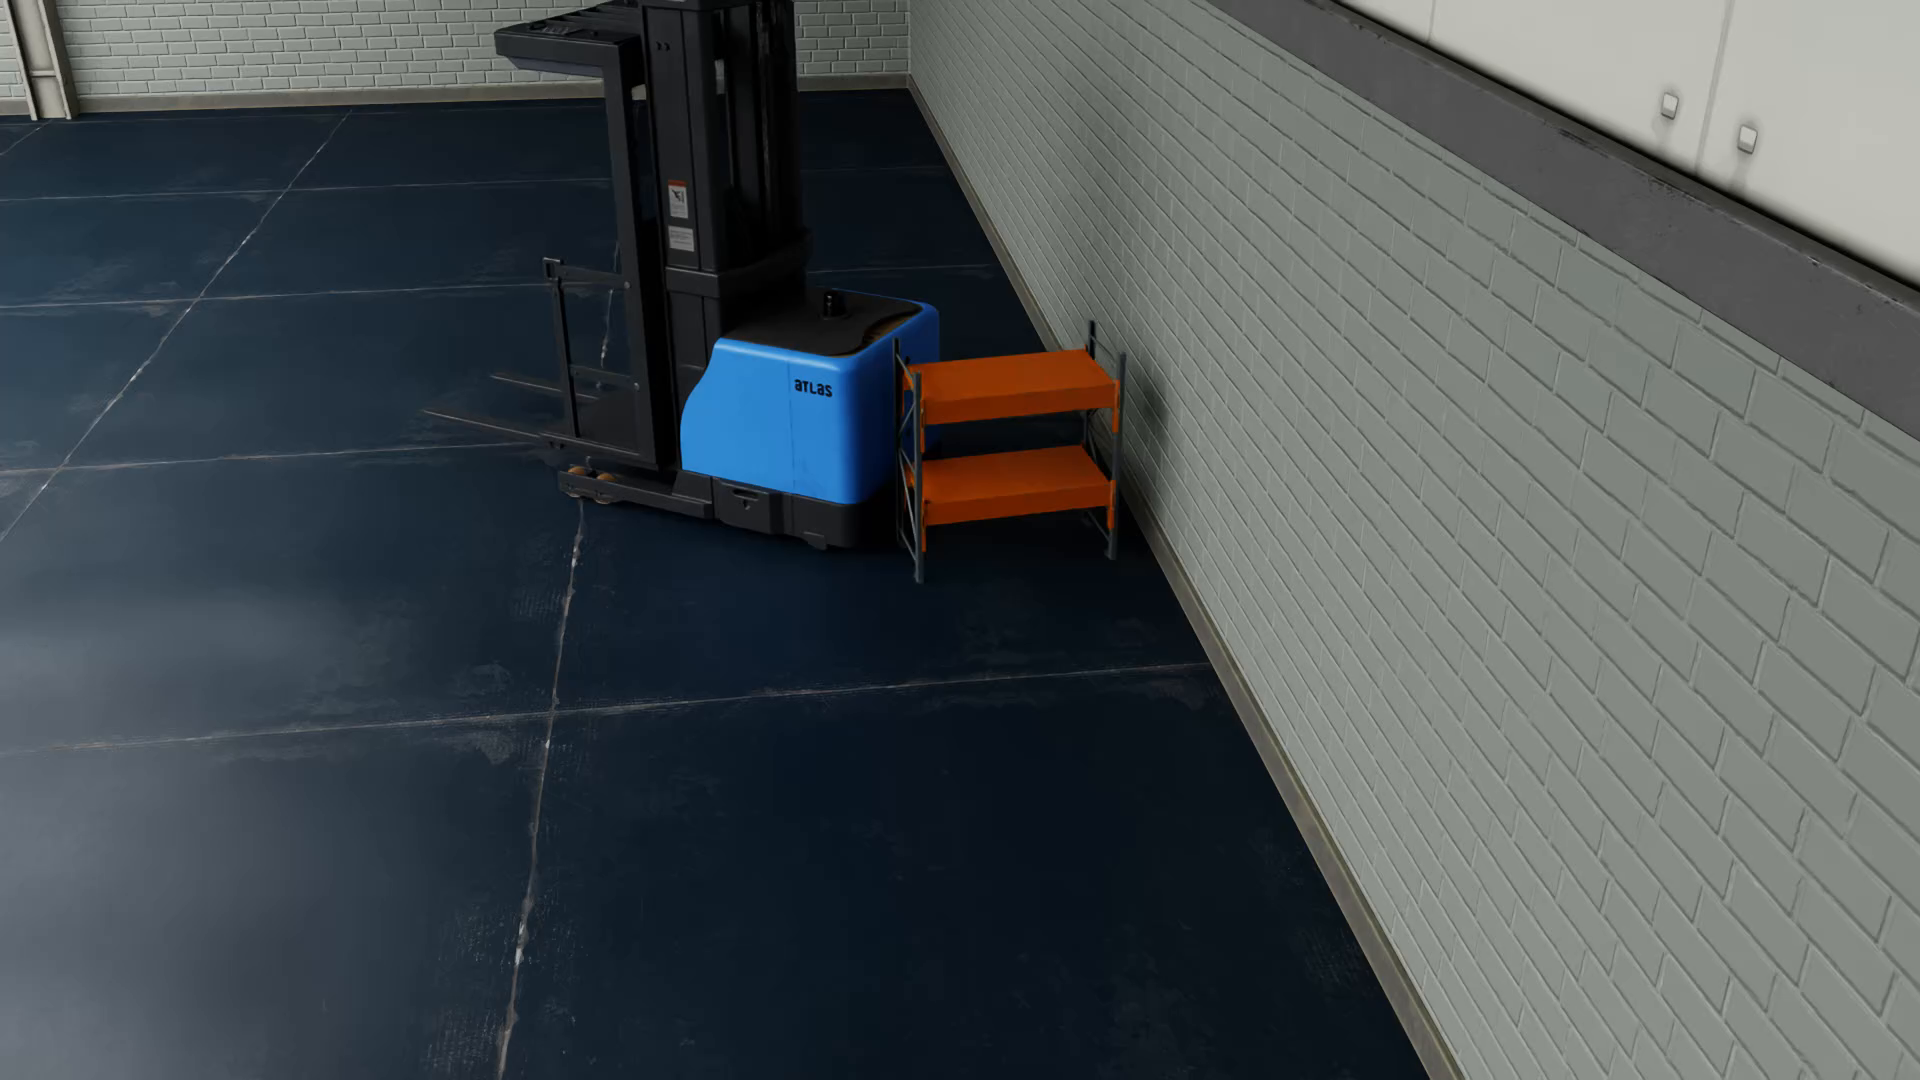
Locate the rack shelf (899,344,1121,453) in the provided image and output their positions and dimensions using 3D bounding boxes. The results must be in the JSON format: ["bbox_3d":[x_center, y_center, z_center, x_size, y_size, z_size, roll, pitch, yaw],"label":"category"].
[{"bbox_3d":[0.235,-0.711,8.262,1.000,0.278,0.538,-7,28,-13],"label":"rack shelf"}]

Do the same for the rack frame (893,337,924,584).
[{"bbox_3d":[-0.258,-0.393,8.284,0.032,1.125,0.500,-7,28,-13],"label":"rack frame"}]

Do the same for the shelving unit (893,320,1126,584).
[{"bbox_3d":[0.235,-0.450,8.395,1.048,1.125,0.538,-7,28,-13],"label":"shelving unit"}]

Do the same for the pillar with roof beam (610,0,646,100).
[{"bbox_3d":[-2.903,-6.871,12.284,0.400,9.000,9.100,-4,27,-7],"label":"pillar with roof beam"}]

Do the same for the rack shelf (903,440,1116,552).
[{"bbox_3d":[0.235,-0.233,8.507,1.000,0.278,0.538,-7,28,-13],"label":"rack shelf"}]

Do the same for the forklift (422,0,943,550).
[{"bbox_3d":[-1.652,-1.701,8.854,3.031,2.935,1.130,13,30,23],"label":"forklift"}]

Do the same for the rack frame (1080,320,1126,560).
[{"bbox_3d":[0.727,-0.508,8.507,0.032,1.125,0.500,-7,28,-13],"label":"rack frame"}]

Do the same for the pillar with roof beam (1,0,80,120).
[{"bbox_3d":[-8.845,-6.490,11.540,0.400,9.000,9.100,-4,27,-7],"label":"pillar with roof beam"}]
